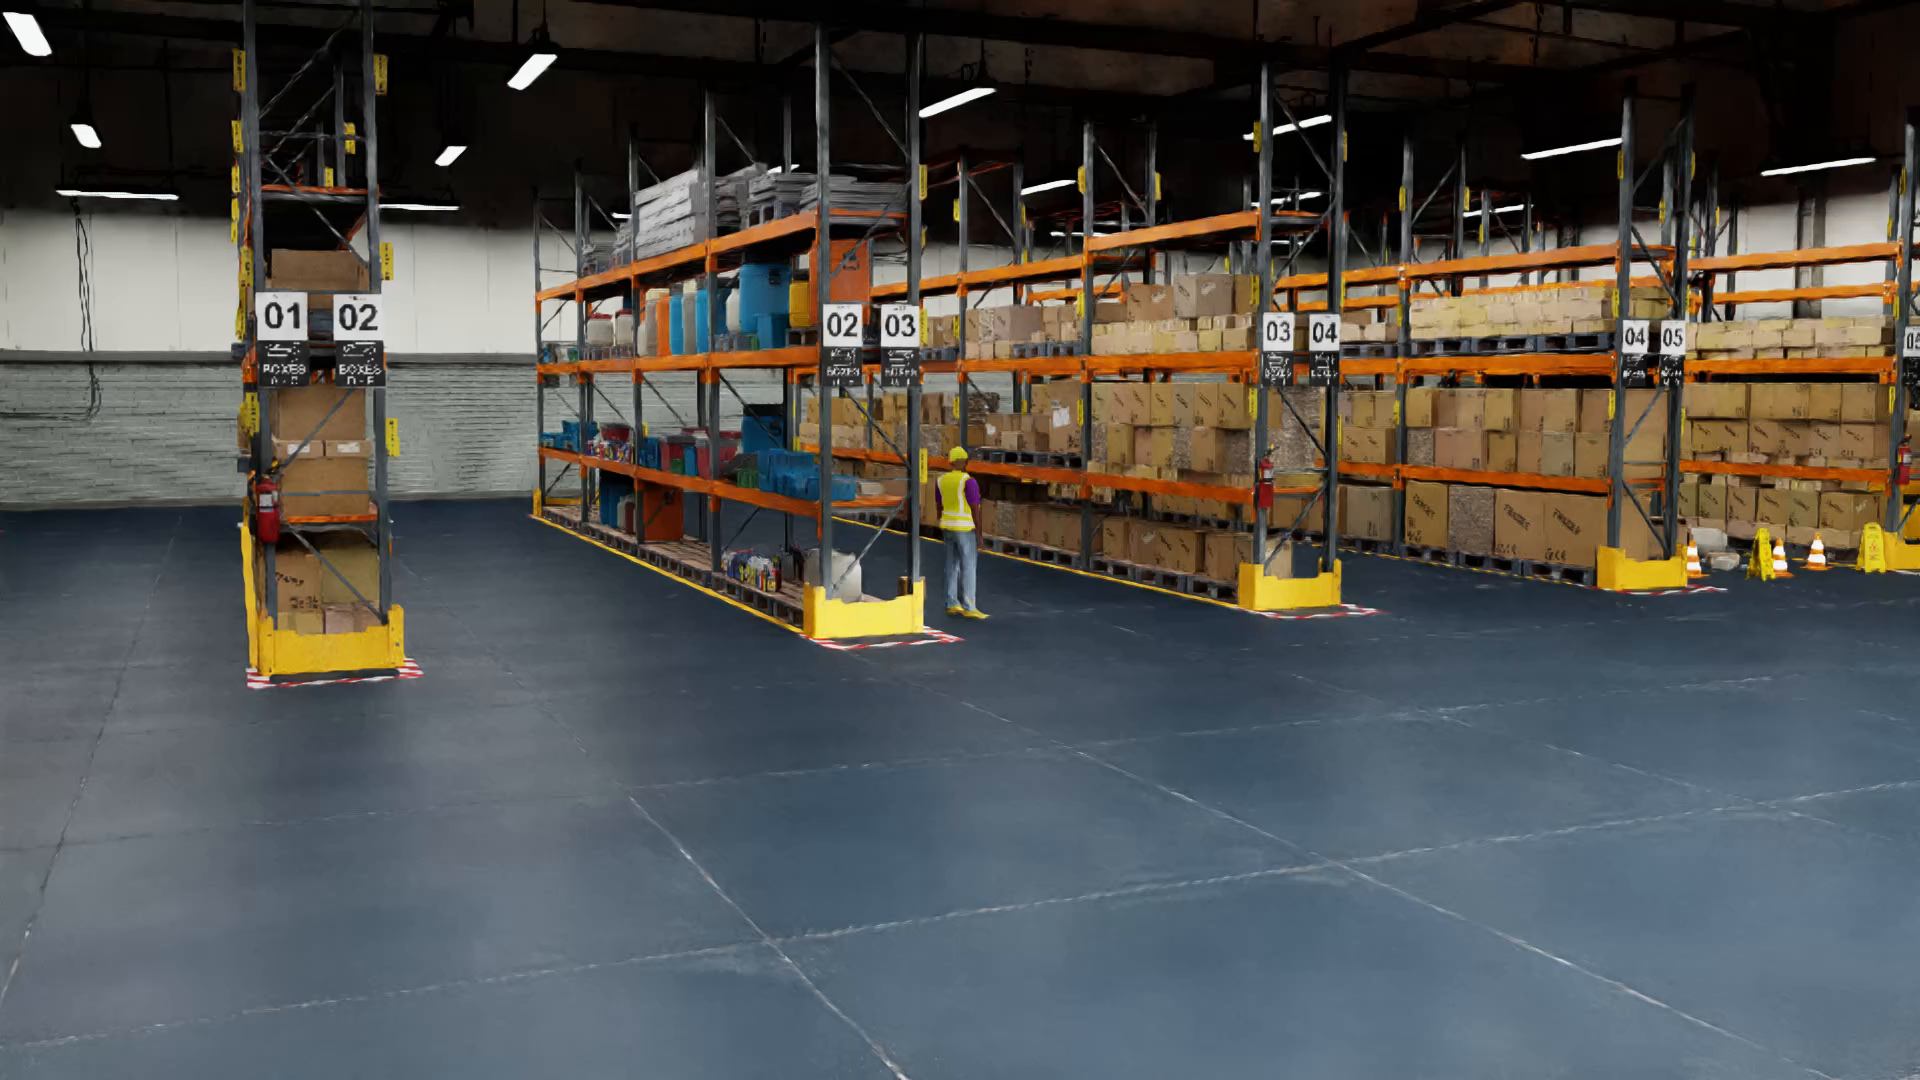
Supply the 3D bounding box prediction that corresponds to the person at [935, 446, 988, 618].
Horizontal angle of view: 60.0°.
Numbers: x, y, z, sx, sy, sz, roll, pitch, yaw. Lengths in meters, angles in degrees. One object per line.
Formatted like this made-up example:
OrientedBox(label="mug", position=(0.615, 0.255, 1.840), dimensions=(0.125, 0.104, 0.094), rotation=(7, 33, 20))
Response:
OrientedBox(label="person", position=(0.017, -0.081, 17.497), dimensions=(0.619, 1.811, 0.416), rotation=(5, 7, 43))
